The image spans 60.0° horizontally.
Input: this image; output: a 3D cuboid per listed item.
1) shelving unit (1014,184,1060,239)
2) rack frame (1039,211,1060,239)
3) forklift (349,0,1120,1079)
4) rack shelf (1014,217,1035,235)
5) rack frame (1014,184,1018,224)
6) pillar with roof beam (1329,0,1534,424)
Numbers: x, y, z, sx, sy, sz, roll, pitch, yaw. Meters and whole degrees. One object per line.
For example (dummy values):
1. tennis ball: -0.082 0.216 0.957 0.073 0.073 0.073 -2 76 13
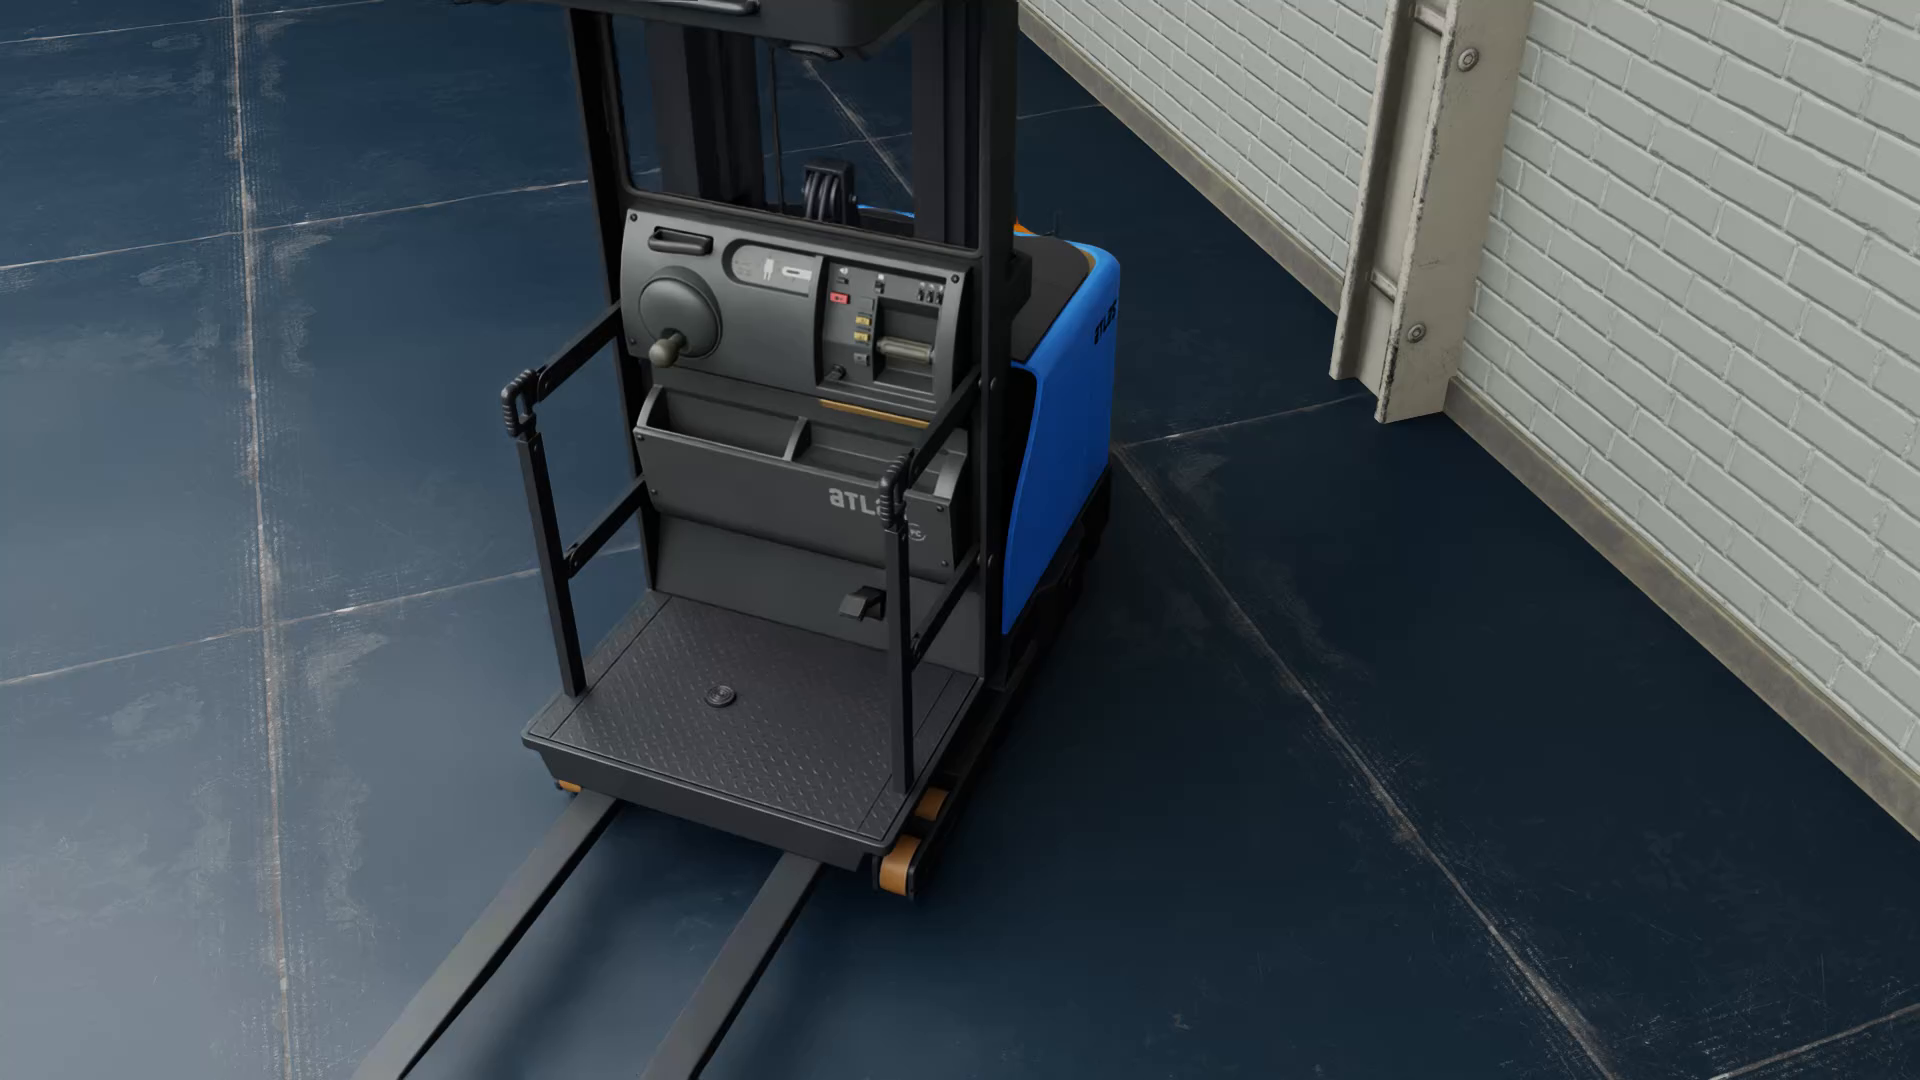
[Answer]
1. shelving unit: 0.174 -0.684 5.786 0.215 1.050 0.252 -21 42 -25
2. rack frame: 0.240 -0.622 5.704 0.200 1.050 0.008 -21 42 -25
3. forklift: -0.507 -0.505 3.984 1.130 2.935 3.031 14 39 17
4. rack shelf: 0.174 -0.902 5.621 0.215 0.259 0.240 -21 42 -25
5. rack frame: 0.109 -0.746 5.868 0.200 1.050 0.008 -21 42 -25
6. pillar with roof beam: -2.360 -3.289 2.637 9.100 9.000 0.400 -12 39 -16
